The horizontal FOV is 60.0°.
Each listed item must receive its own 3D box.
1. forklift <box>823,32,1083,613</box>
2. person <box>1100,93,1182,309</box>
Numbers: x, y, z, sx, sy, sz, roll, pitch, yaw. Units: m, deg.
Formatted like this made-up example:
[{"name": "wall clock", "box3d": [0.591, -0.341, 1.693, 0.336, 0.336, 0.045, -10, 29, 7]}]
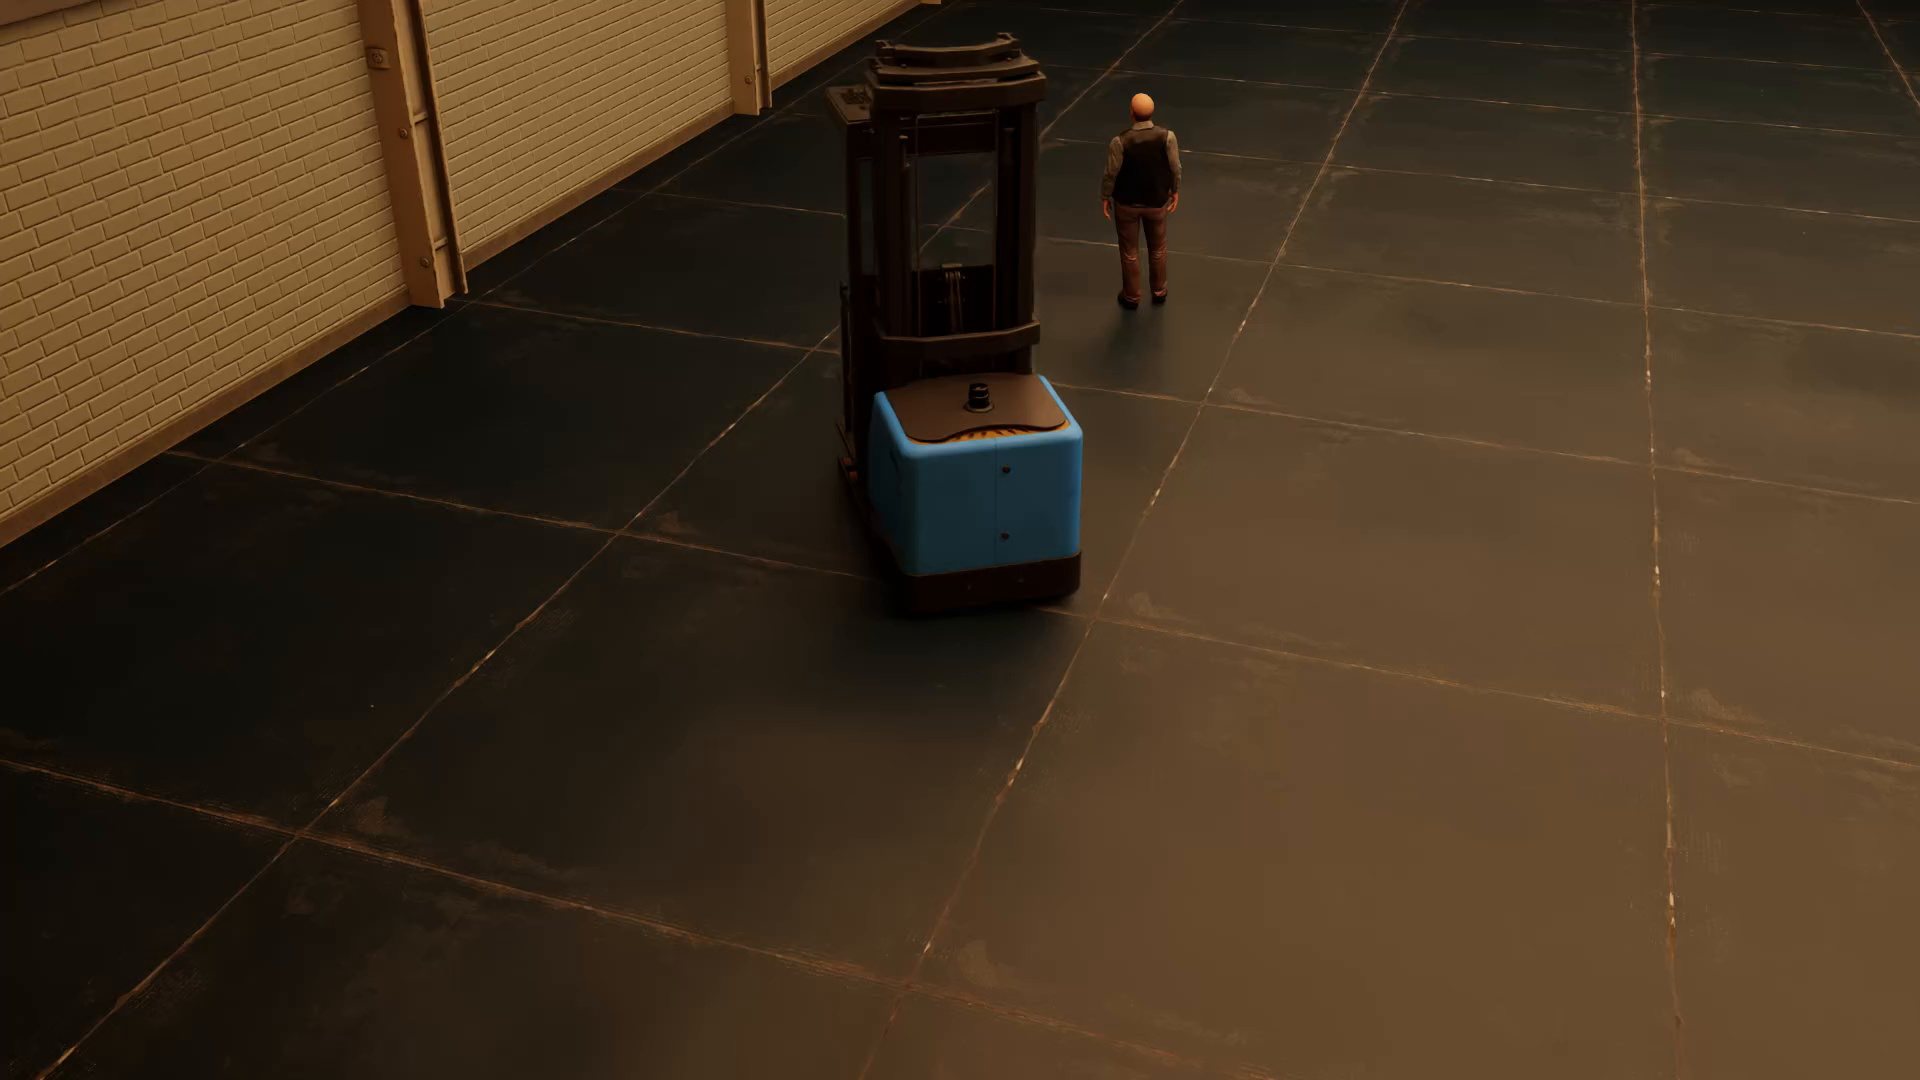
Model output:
[{"name": "forklift", "box3d": [-0.166, -1.583, 9.914, 1.130, 2.935, 3.031, -7, 30, -12]}, {"name": "person", "box3d": [1.401, -2.661, 13.011, 0.631, 1.720, 0.568, -2, 30, -4]}]
